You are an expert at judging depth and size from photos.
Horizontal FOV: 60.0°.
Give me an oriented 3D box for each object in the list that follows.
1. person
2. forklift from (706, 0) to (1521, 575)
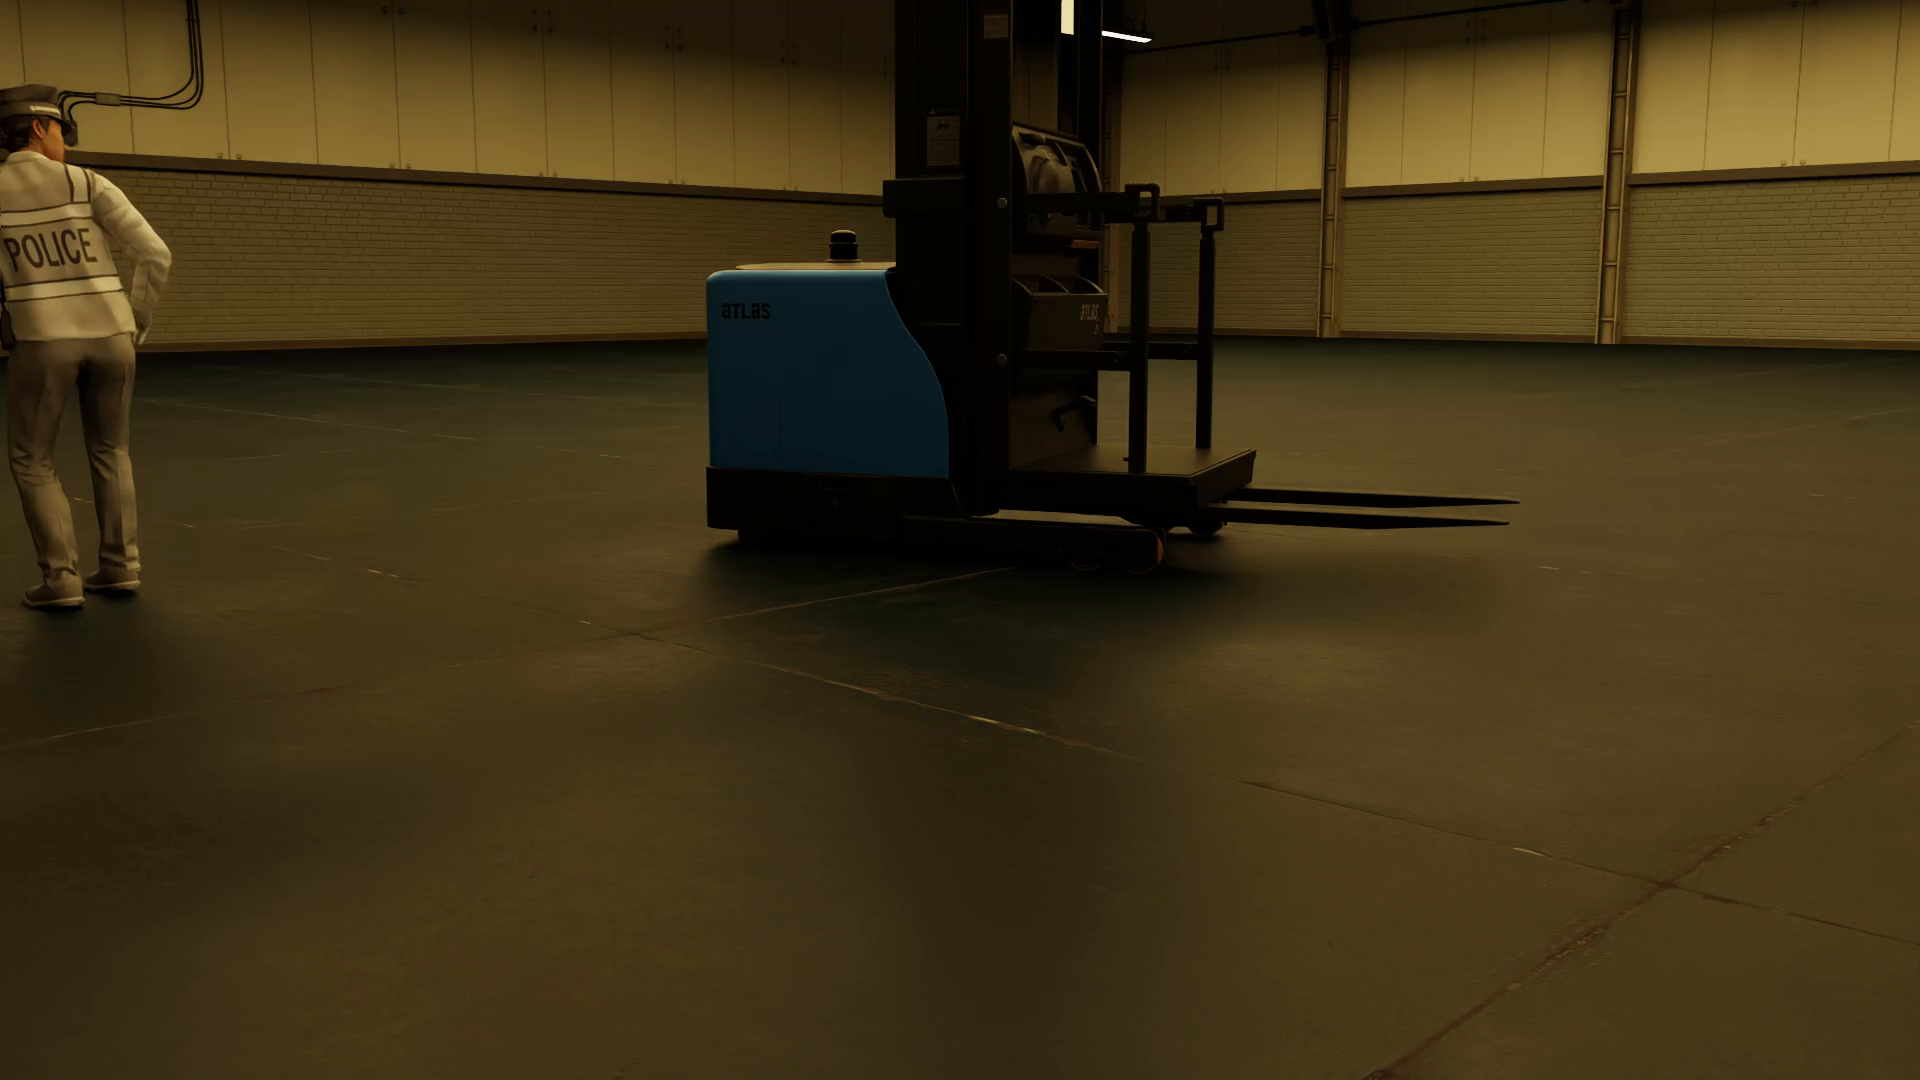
[{"bbox_3d":[-2.900,-0.607,5.306,0.697,1.639,0.476,-6,11,-37],"label":"person"},{"bbox_3d":[0.565,-1.416,6.275,3.031,2.935,1.130,3,9,22],"label":"forklift"}]
